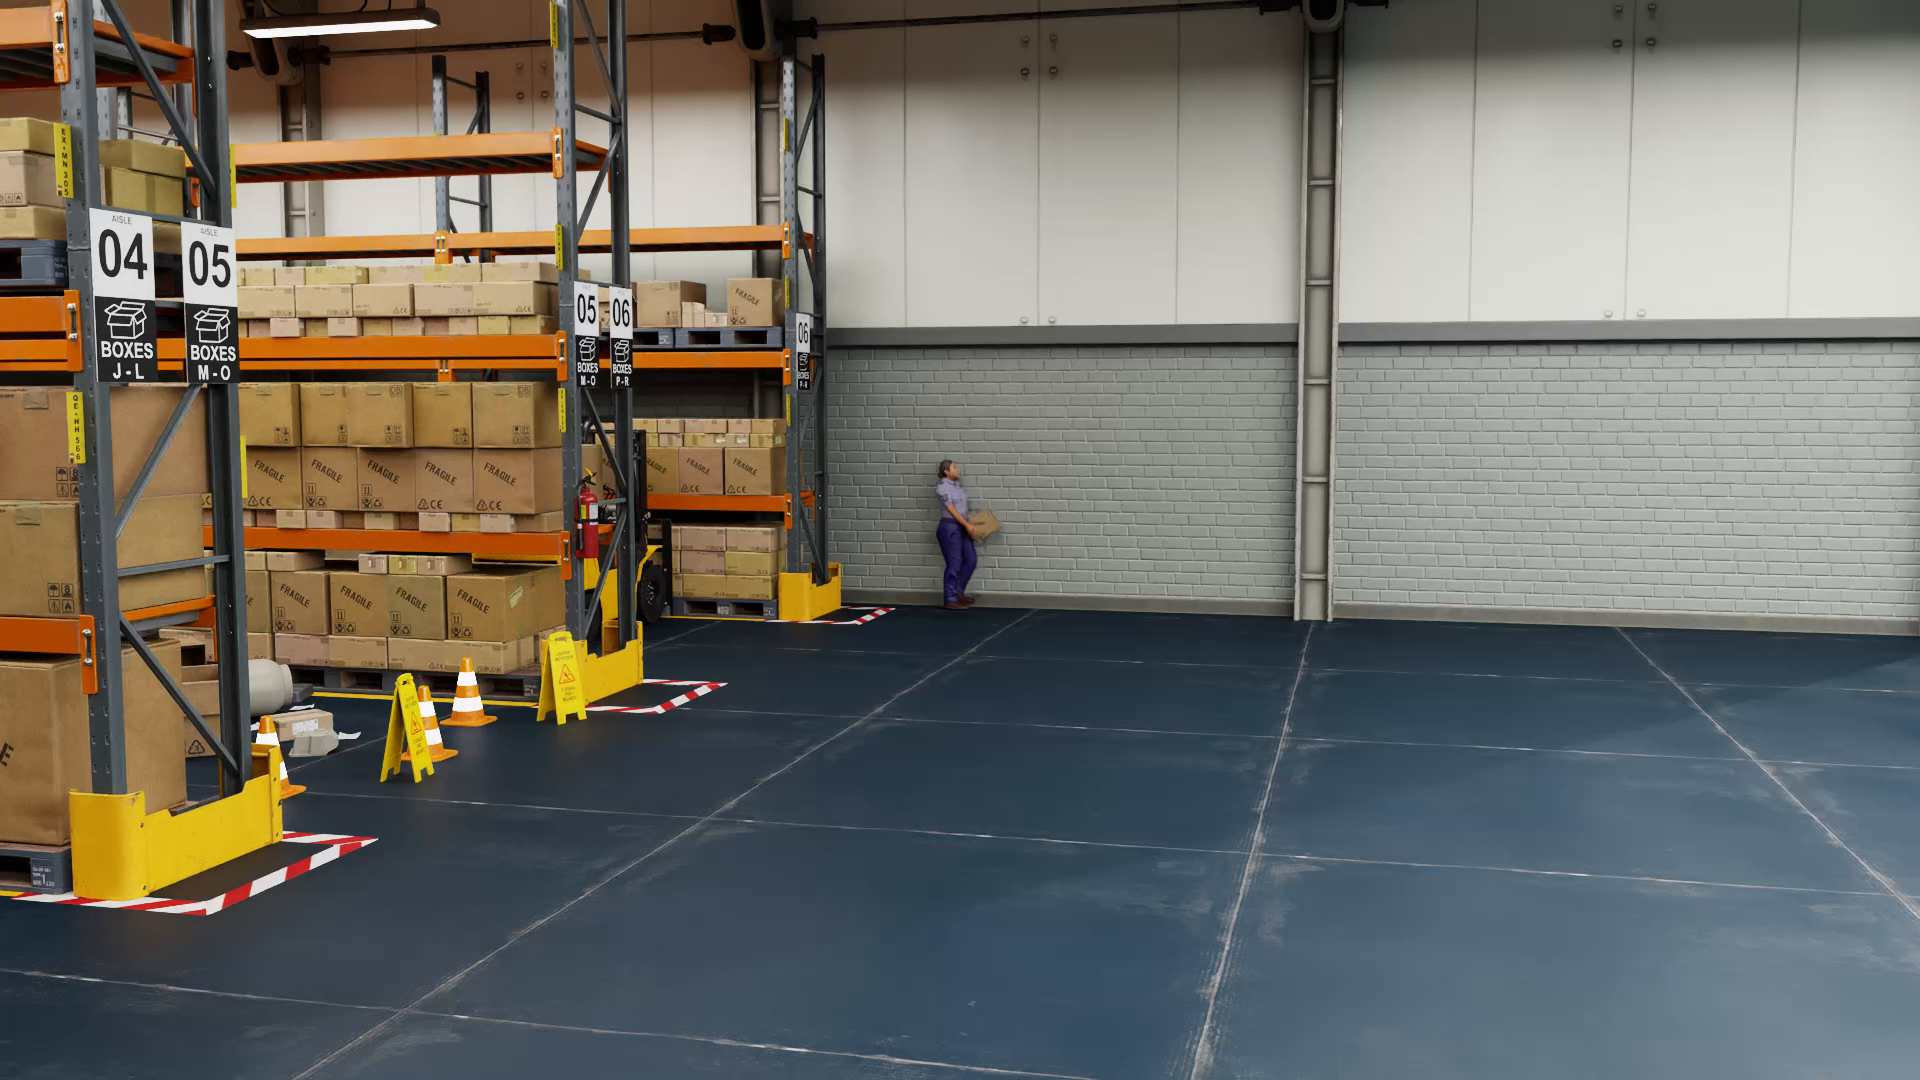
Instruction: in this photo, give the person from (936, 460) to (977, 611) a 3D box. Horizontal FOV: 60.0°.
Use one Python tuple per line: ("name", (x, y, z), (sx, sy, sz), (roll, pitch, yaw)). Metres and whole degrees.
("person", (-0.006, -0.059, 18.388), (0.516, 1.634, 0.476), (2, 5, 22))
